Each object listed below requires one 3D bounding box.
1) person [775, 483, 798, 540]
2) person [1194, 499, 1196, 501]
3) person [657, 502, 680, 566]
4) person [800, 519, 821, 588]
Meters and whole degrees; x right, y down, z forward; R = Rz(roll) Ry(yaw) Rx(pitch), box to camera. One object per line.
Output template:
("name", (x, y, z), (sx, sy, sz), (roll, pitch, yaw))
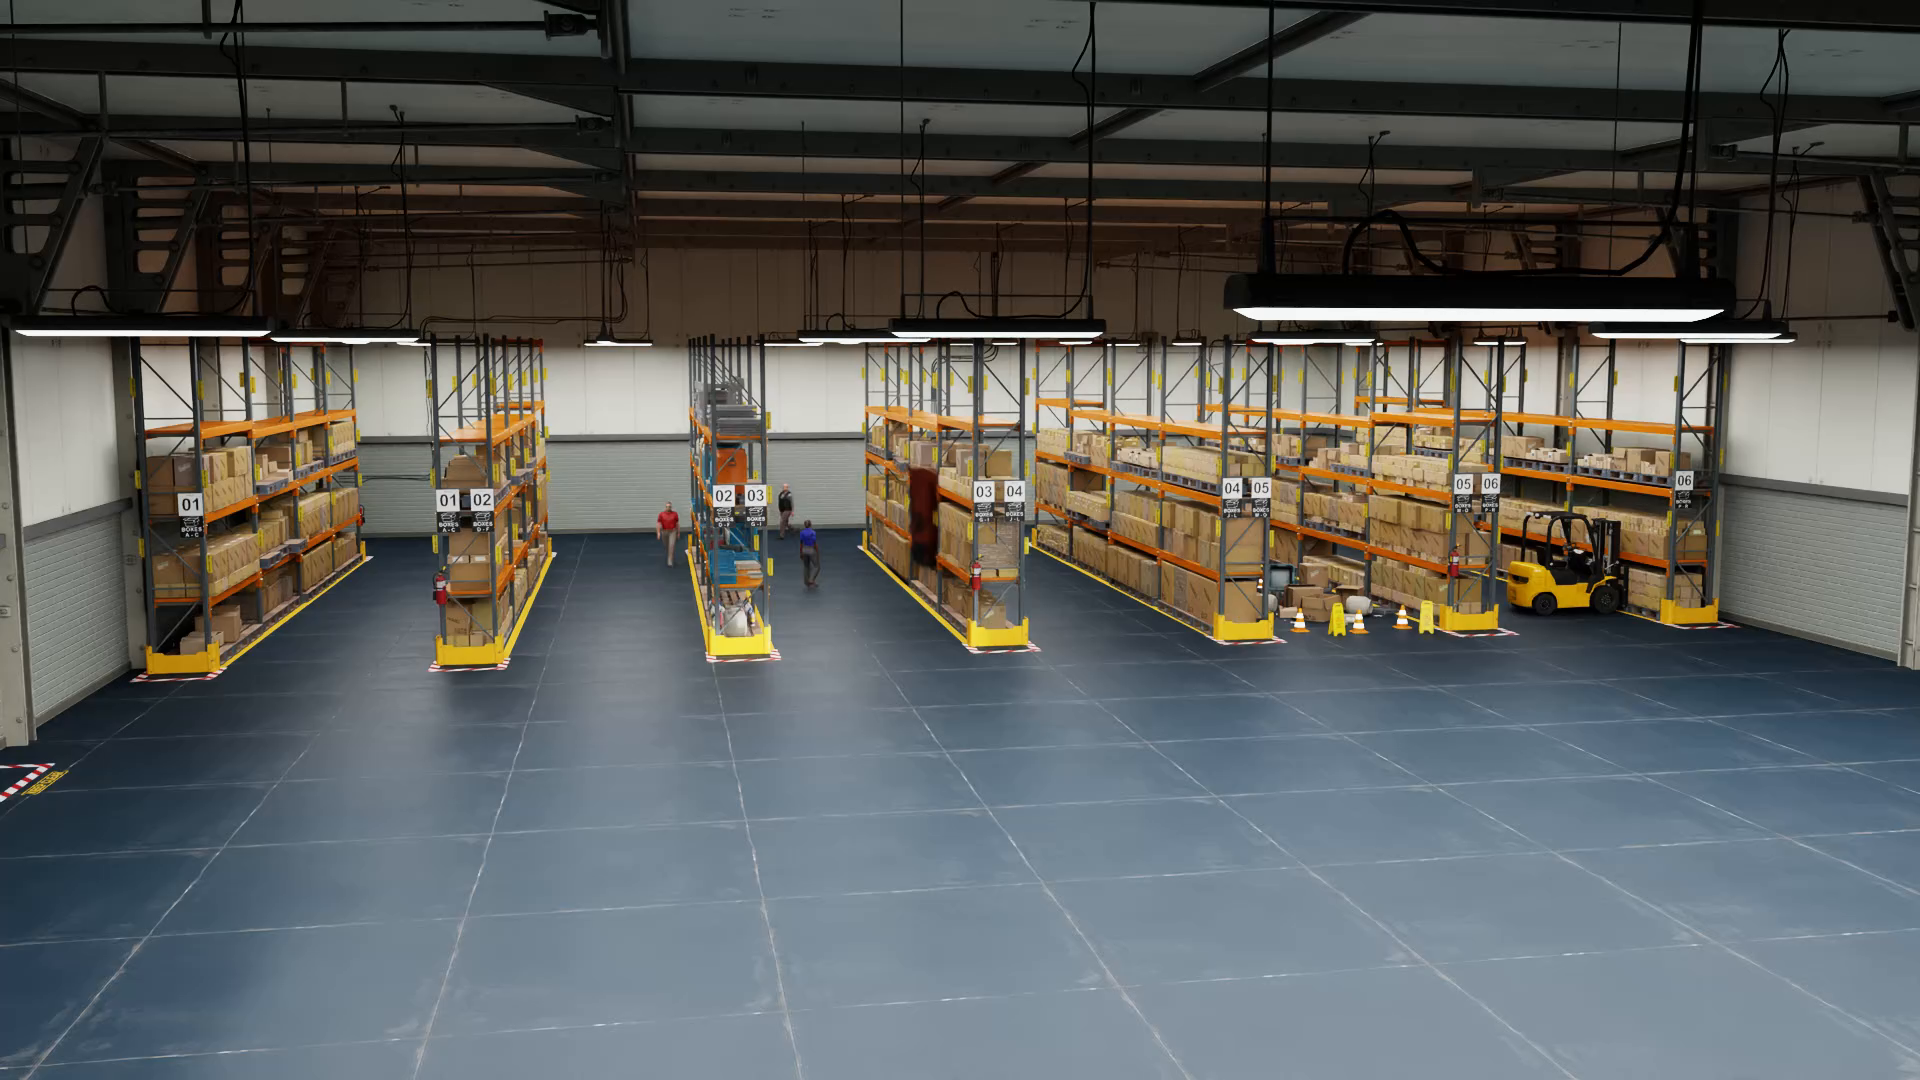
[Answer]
("person", (-5.233, -0.869, 50.164), (0.919, 1.692, 0.509), (-5, 8, -39))
("person", (7.369, -0.985, 50.809), (0.855, 1.759, 0.569), (-1, 7, -12))
("person", (-7.757, -0.170, 44.053), (0.532, 1.663, 1.064), (1, 7, 7))
("person", (-3.630, 0.330, 39.971), (0.497, 1.657, 0.472), (2, 7, 21))
